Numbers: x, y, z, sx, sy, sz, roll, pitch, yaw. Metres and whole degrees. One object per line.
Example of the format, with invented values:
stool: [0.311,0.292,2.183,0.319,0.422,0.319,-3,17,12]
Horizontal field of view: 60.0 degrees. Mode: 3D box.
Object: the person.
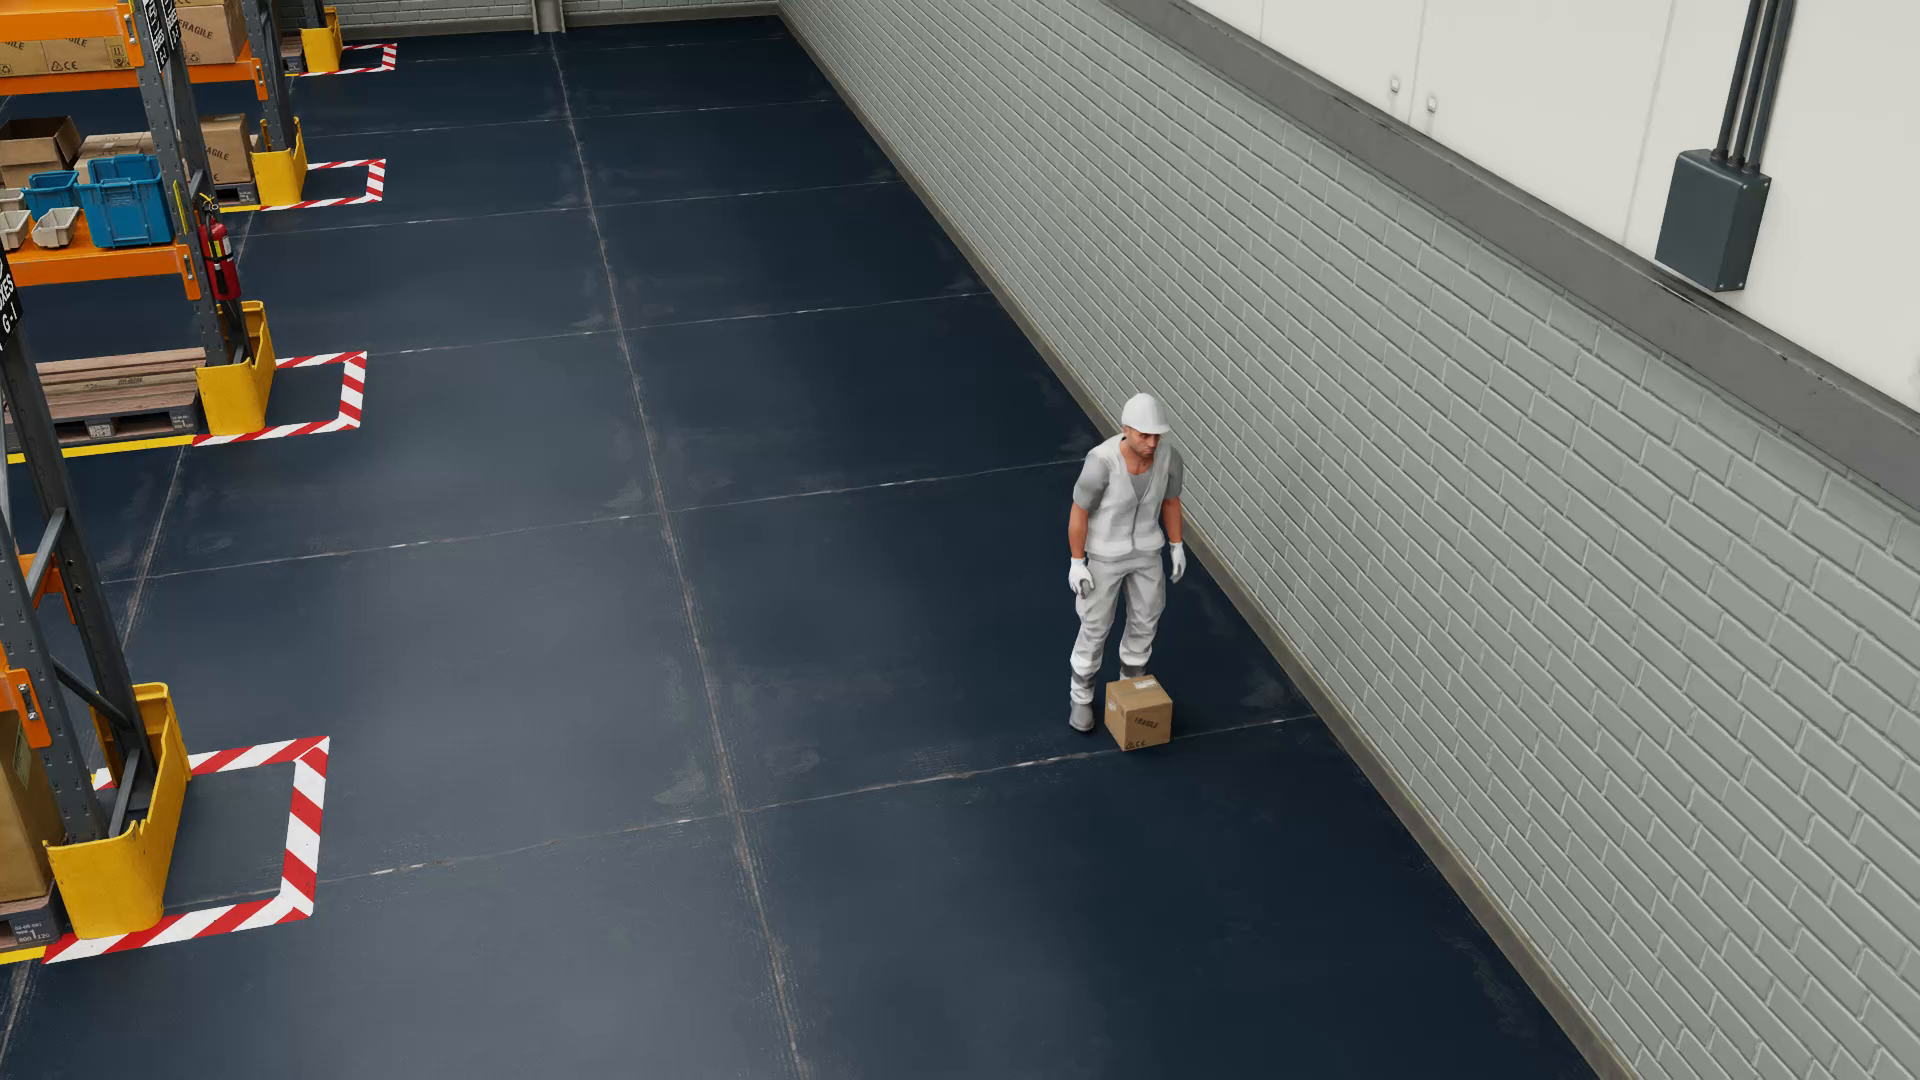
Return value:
person: [0.810,0.090,8.070,0.621,1.781,0.445,-9,31,-16]
